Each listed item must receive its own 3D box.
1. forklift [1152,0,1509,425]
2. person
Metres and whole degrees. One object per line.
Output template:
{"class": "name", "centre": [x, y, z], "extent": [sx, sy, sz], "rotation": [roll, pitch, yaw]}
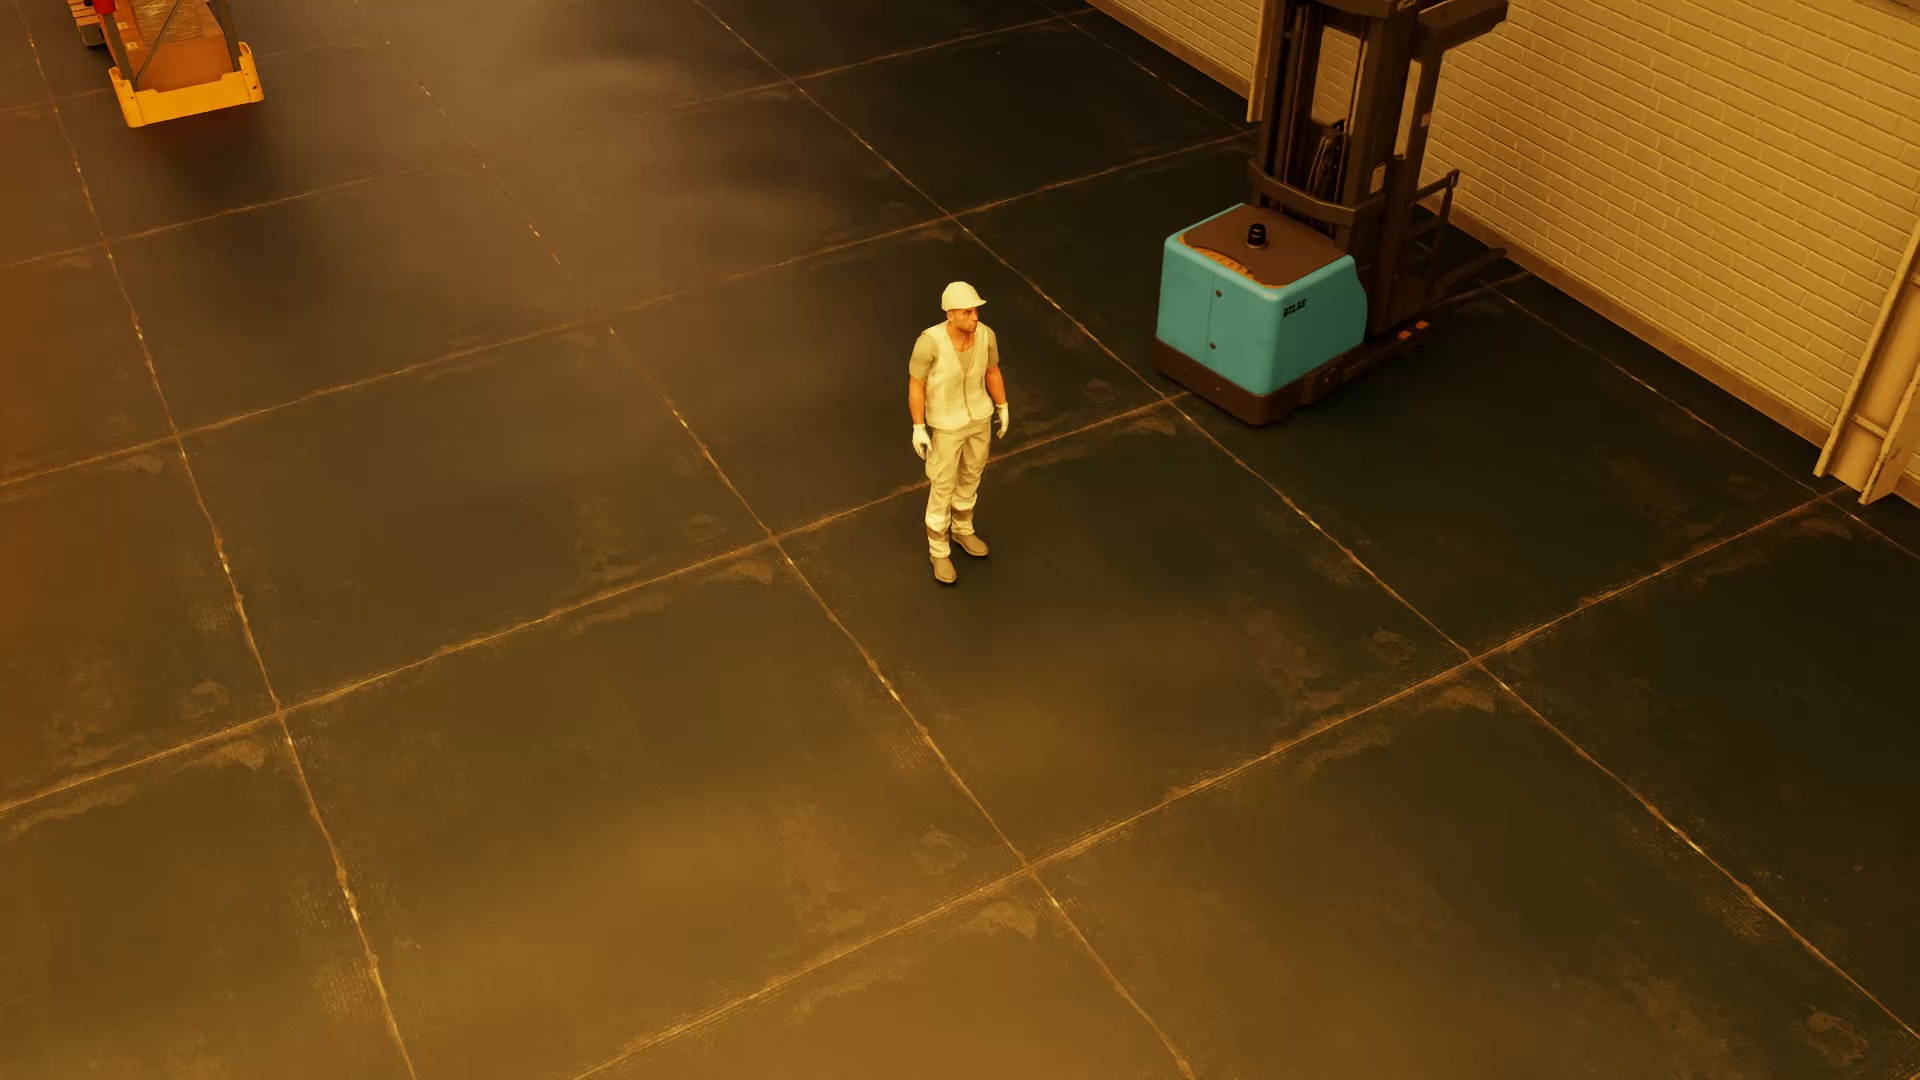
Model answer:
{"class": "forklift", "centre": [2.799, -2.693, 11.283], "extent": [3.031, 2.935, 1.130], "rotation": [-29, 47, -30]}
{"class": "person", "centre": [0.030, -0.646, 9.697], "extent": [0.637, 1.790, 0.562], "rotation": [-20, 44, -23]}
